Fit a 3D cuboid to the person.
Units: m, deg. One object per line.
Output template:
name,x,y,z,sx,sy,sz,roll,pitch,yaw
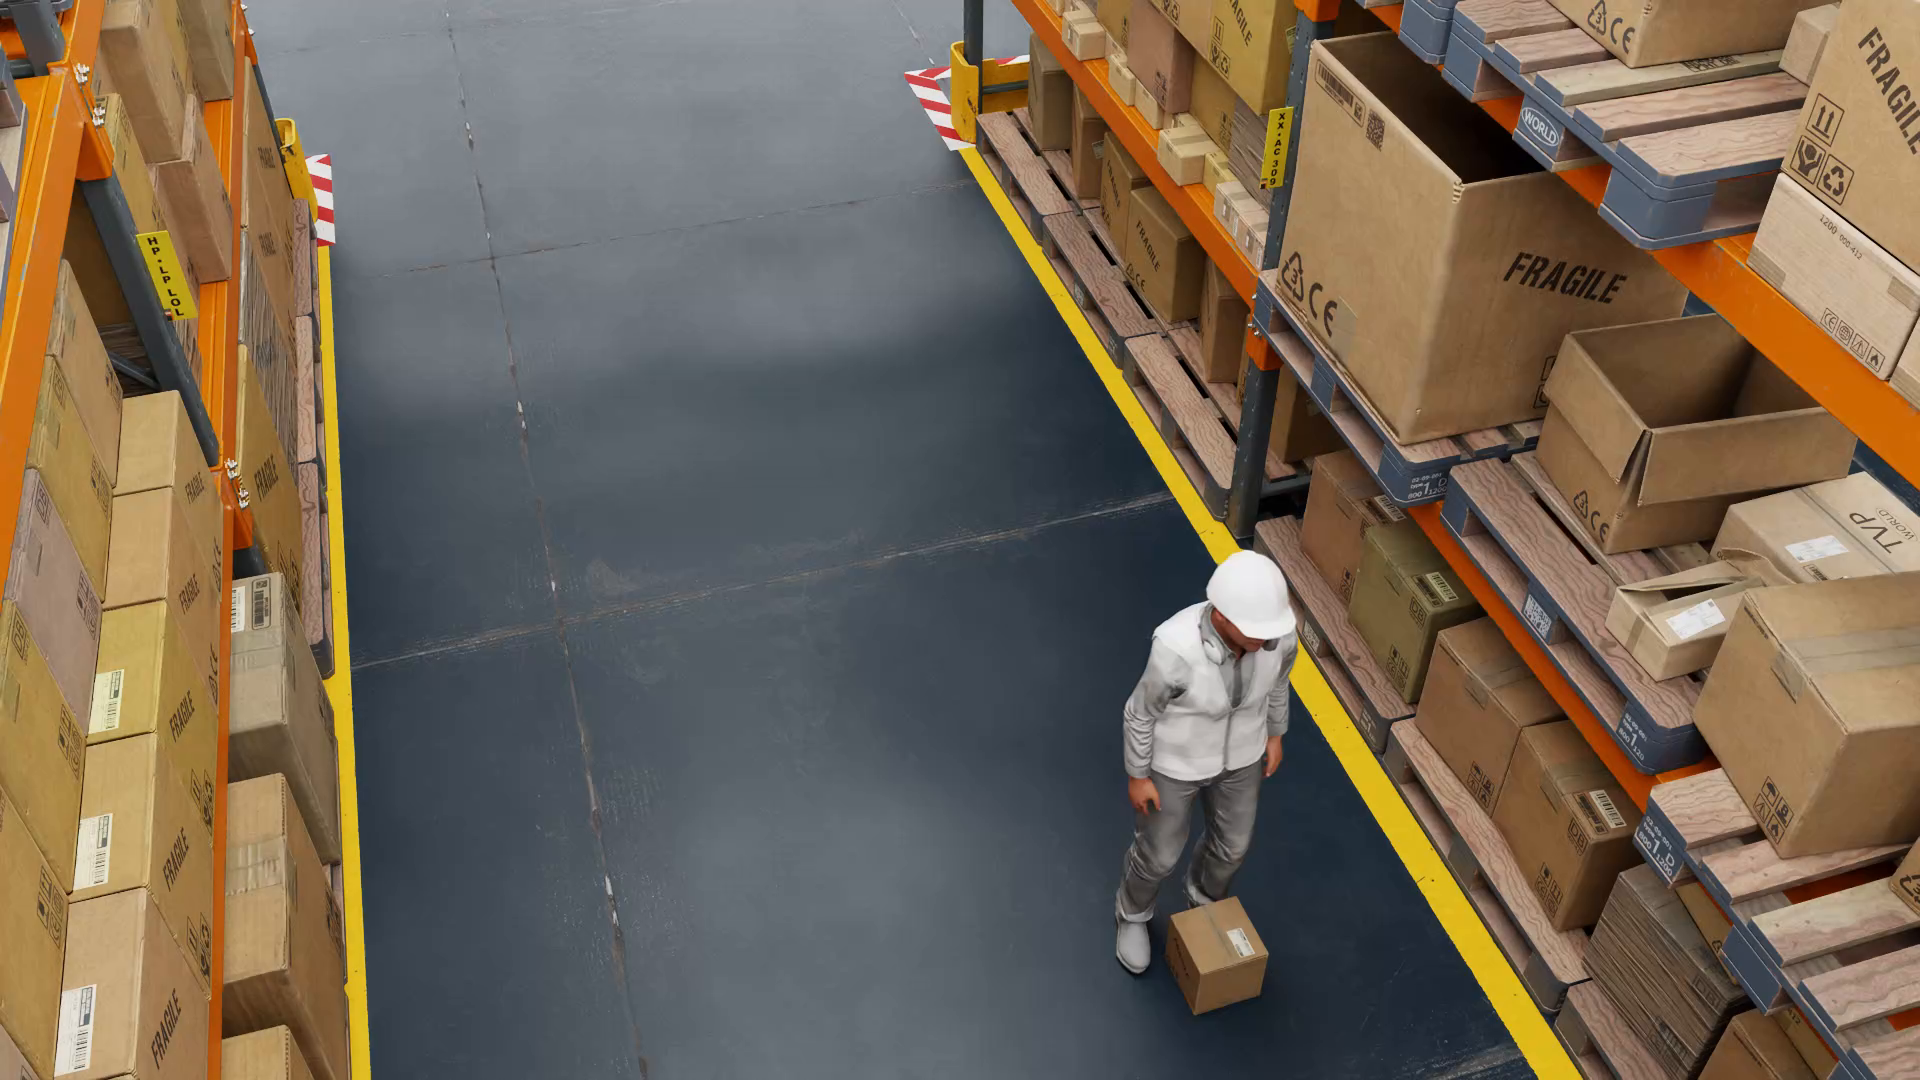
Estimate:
person,4.147,-1.502,4.791,7.589,5.808,11.427,-14,44,-15
